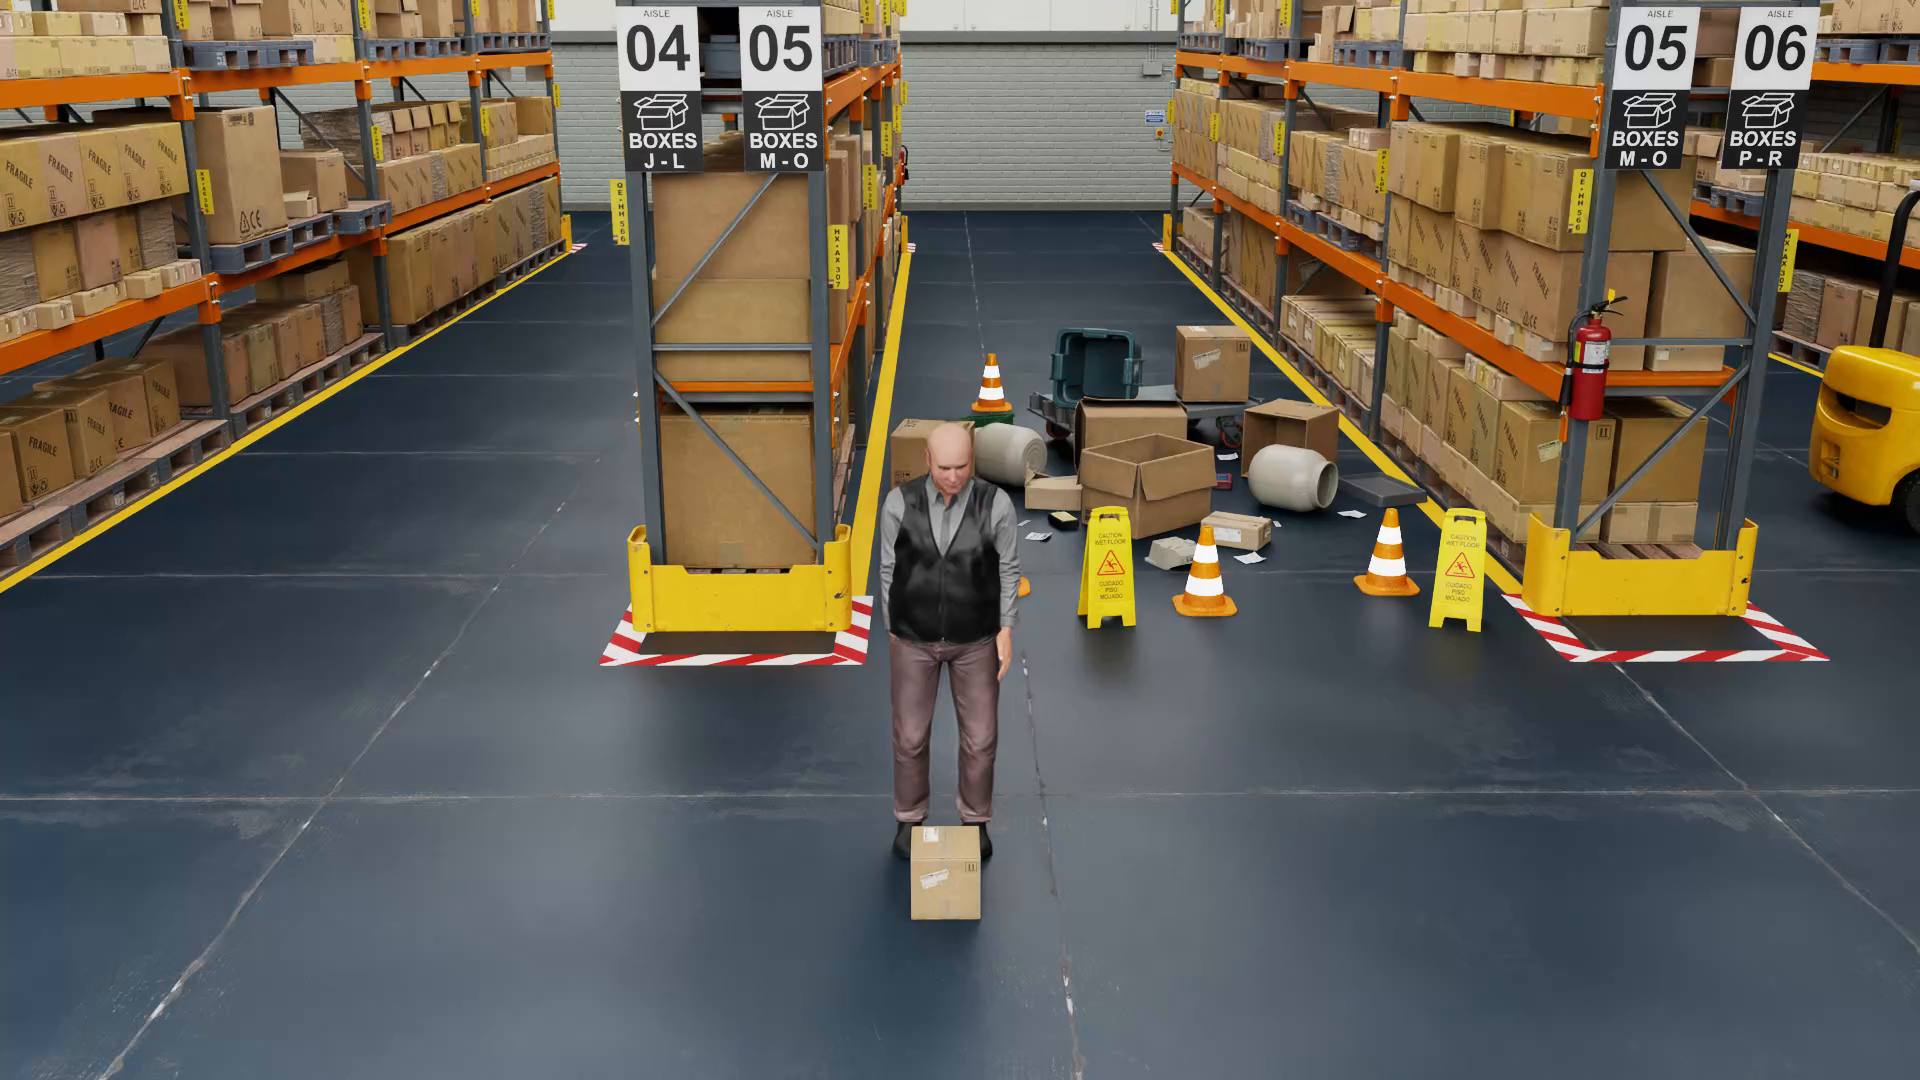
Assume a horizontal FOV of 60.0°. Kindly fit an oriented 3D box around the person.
[{"bbox_3d":[-0.036,0.385,6.363,0.538,1.710,0.358,0,17,0],"label":"person"}]
